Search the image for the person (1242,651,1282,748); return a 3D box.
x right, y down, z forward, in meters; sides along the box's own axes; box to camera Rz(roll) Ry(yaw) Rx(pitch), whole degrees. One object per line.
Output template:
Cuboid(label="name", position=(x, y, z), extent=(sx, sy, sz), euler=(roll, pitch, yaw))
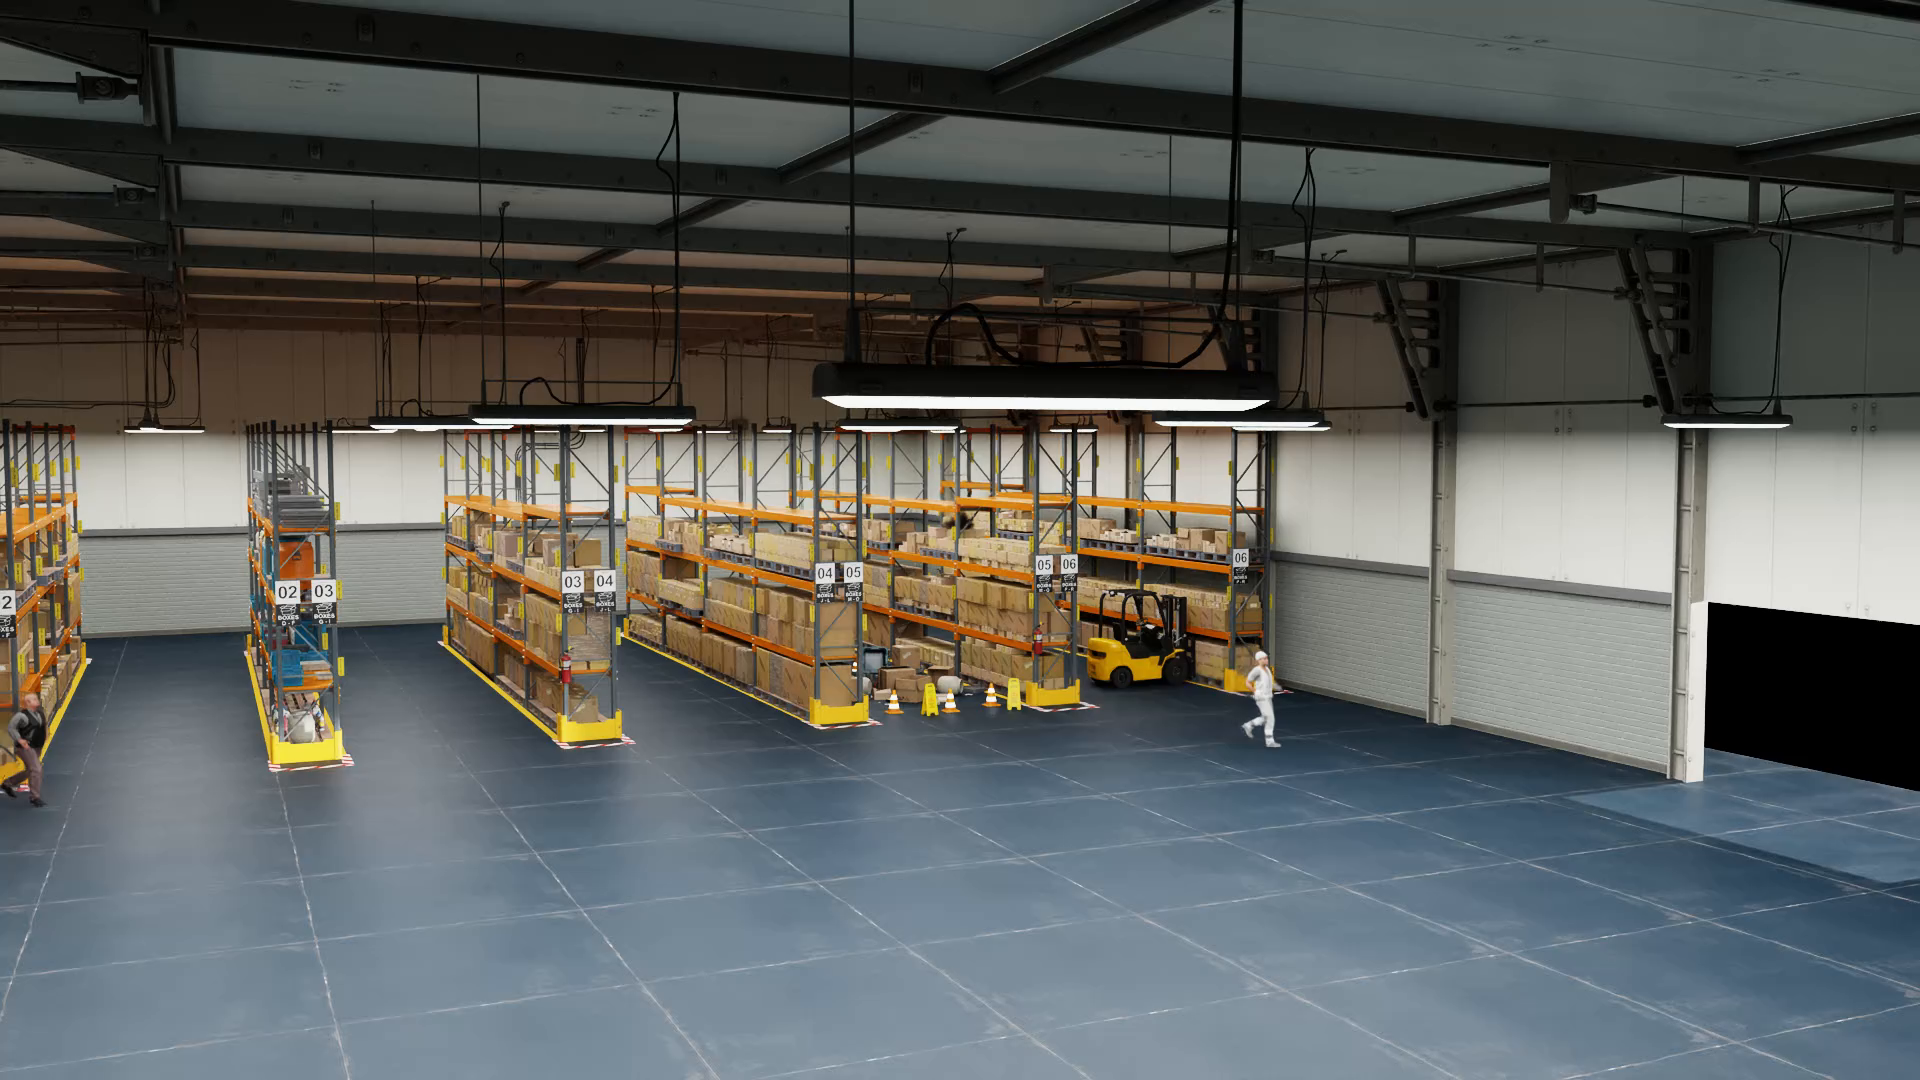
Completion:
Cuboid(label="person", position=(5.557, 2.929, 30.647), extent=(0.849, 1.758, 0.668), euler=(3, 5, 38))

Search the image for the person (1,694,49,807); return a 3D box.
Cuboid(label="person", position=(-14.521, 3.251, 25.866), extent=(0.820, 1.744, 0.665), euler=(0, 4, 8))
